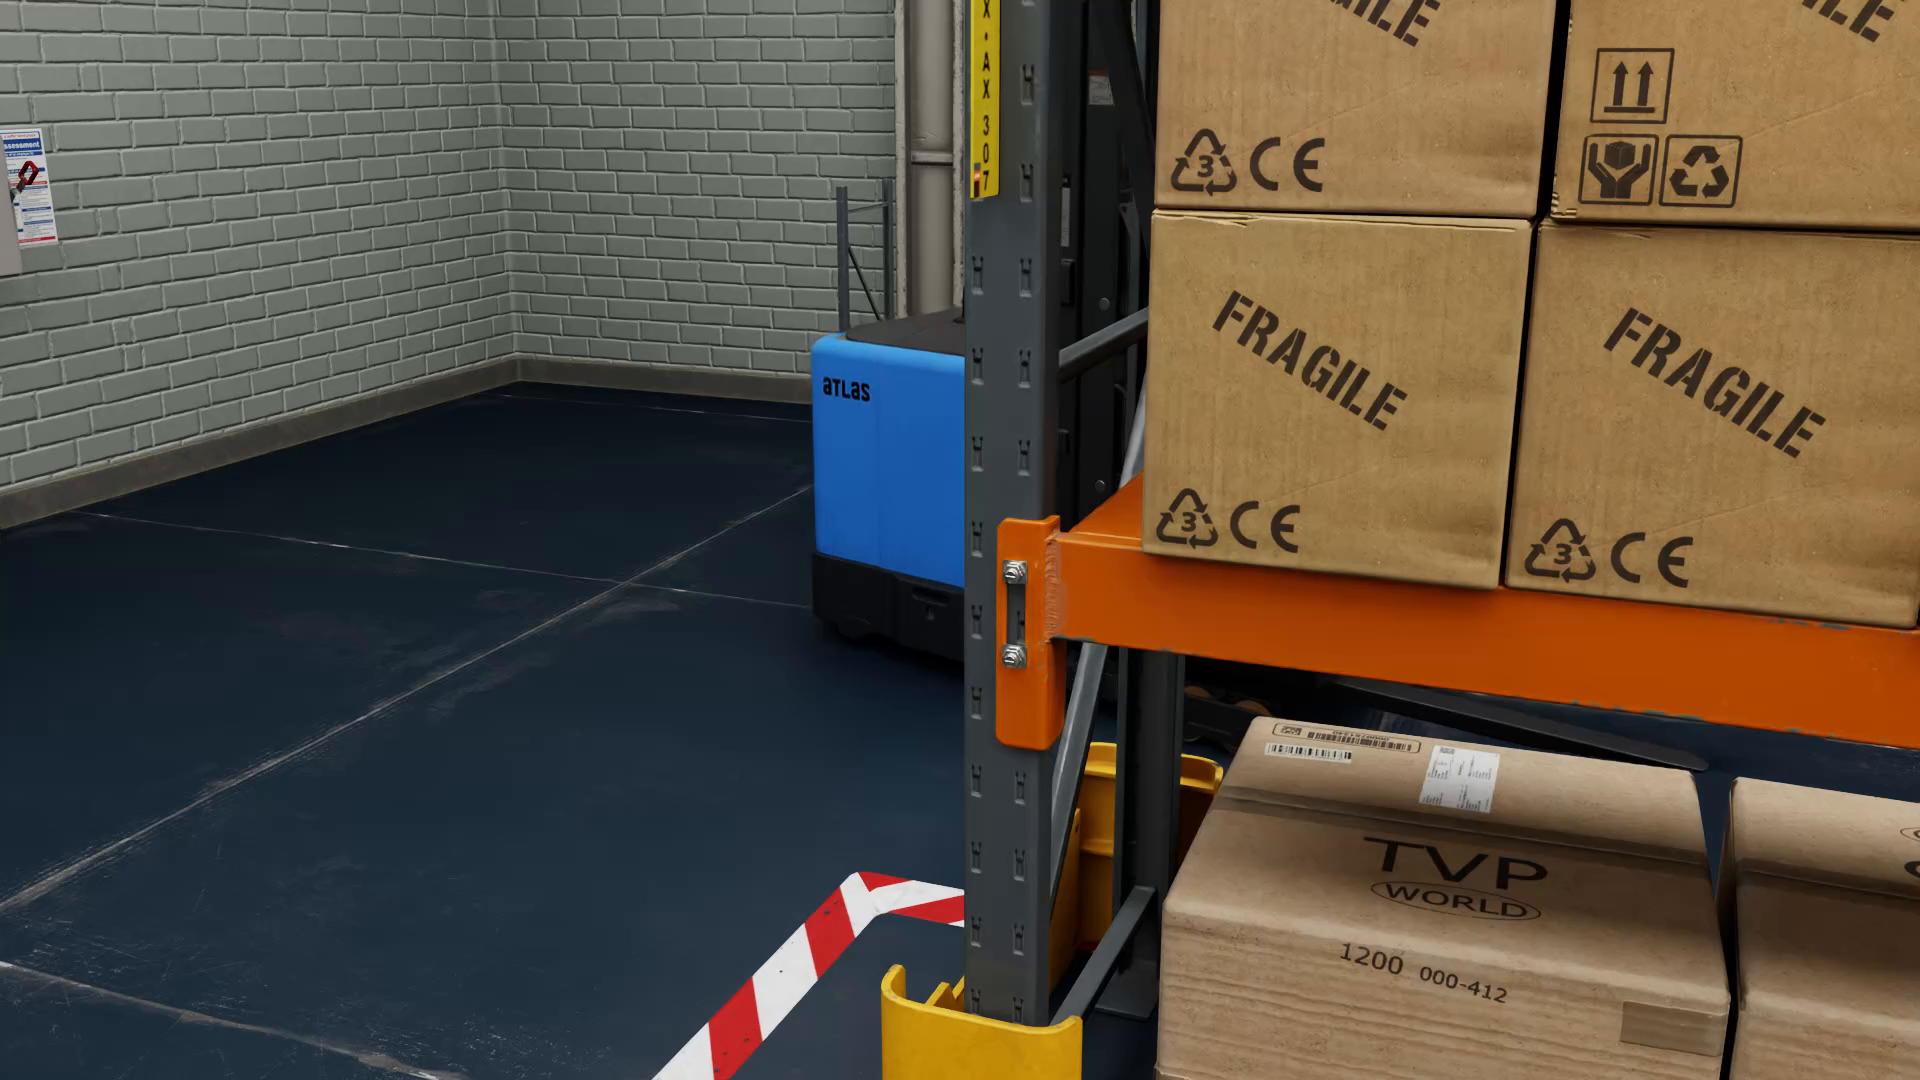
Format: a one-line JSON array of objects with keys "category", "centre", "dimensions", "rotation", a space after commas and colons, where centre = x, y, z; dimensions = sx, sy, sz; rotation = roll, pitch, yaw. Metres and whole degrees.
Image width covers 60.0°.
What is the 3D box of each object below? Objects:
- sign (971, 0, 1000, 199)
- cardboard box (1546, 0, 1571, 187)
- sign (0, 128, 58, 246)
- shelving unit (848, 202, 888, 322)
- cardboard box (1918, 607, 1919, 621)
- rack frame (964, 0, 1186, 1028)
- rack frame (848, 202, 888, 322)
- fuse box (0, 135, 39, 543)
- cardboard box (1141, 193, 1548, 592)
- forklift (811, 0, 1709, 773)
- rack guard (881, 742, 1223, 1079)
[{"category": "sign", "centre": [0.035, -0.643, 2.314], "dimensions": [0.005, 0.325, 0.100], "rotation": [6, 17, 21]}, {"category": "cardboard box", "centre": [0.780, -0.873, 2.829], "dimensions": [0.500, 0.500, 0.500], "rotation": [7, 18, 22]}, {"category": "sign", "centre": [-4.114, -1.537, 7.258], "dimensions": [0.001, 0.494, 0.329], "rotation": [6, 17, 21]}, {"category": "shelving unit", "centre": [0.071, -0.712, 6.938], "dimensions": [1.083, 1.500, 0.587], "rotation": [6, 17, 21]}, {"category": "cardboard box", "centre": [1.533, -0.156, 2.151], "dimensions": [0.500, 0.500, 0.500], "rotation": [6, 17, 20]}, {"category": "rack frame", "centre": [0.244, -0.333, 2.940], "dimensions": [0.127, 3.000, 1.000], "rotation": [6, 17, 21]}, {"category": "rack frame", "centre": [-0.393, -0.764, 7.115], "dimensions": [0.013, 1.308, 0.475], "rotation": [6, 17, 21]}, {"category": "fuse box", "centre": [-4.103, -0.815, 6.911], "dimensions": [0.414, 1.711, 0.539], "rotation": [6, 17, 21]}, {"category": "cardboard box", "centre": [0.586, -0.257, 2.500], "dimensions": [0.500, 0.500, 0.500], "rotation": [6, 17, 20]}, {"category": "forklift", "centre": [0.941, -0.927, 5.111], "dimensions": [3.031, 2.935, 1.130], "rotation": [12, 20, 36]}, {"category": "rack guard", "centre": [0.222, 0.865, 3.297], "dimensions": [0.348, 0.500, 1.175], "rotation": [6, 17, 21]}]
